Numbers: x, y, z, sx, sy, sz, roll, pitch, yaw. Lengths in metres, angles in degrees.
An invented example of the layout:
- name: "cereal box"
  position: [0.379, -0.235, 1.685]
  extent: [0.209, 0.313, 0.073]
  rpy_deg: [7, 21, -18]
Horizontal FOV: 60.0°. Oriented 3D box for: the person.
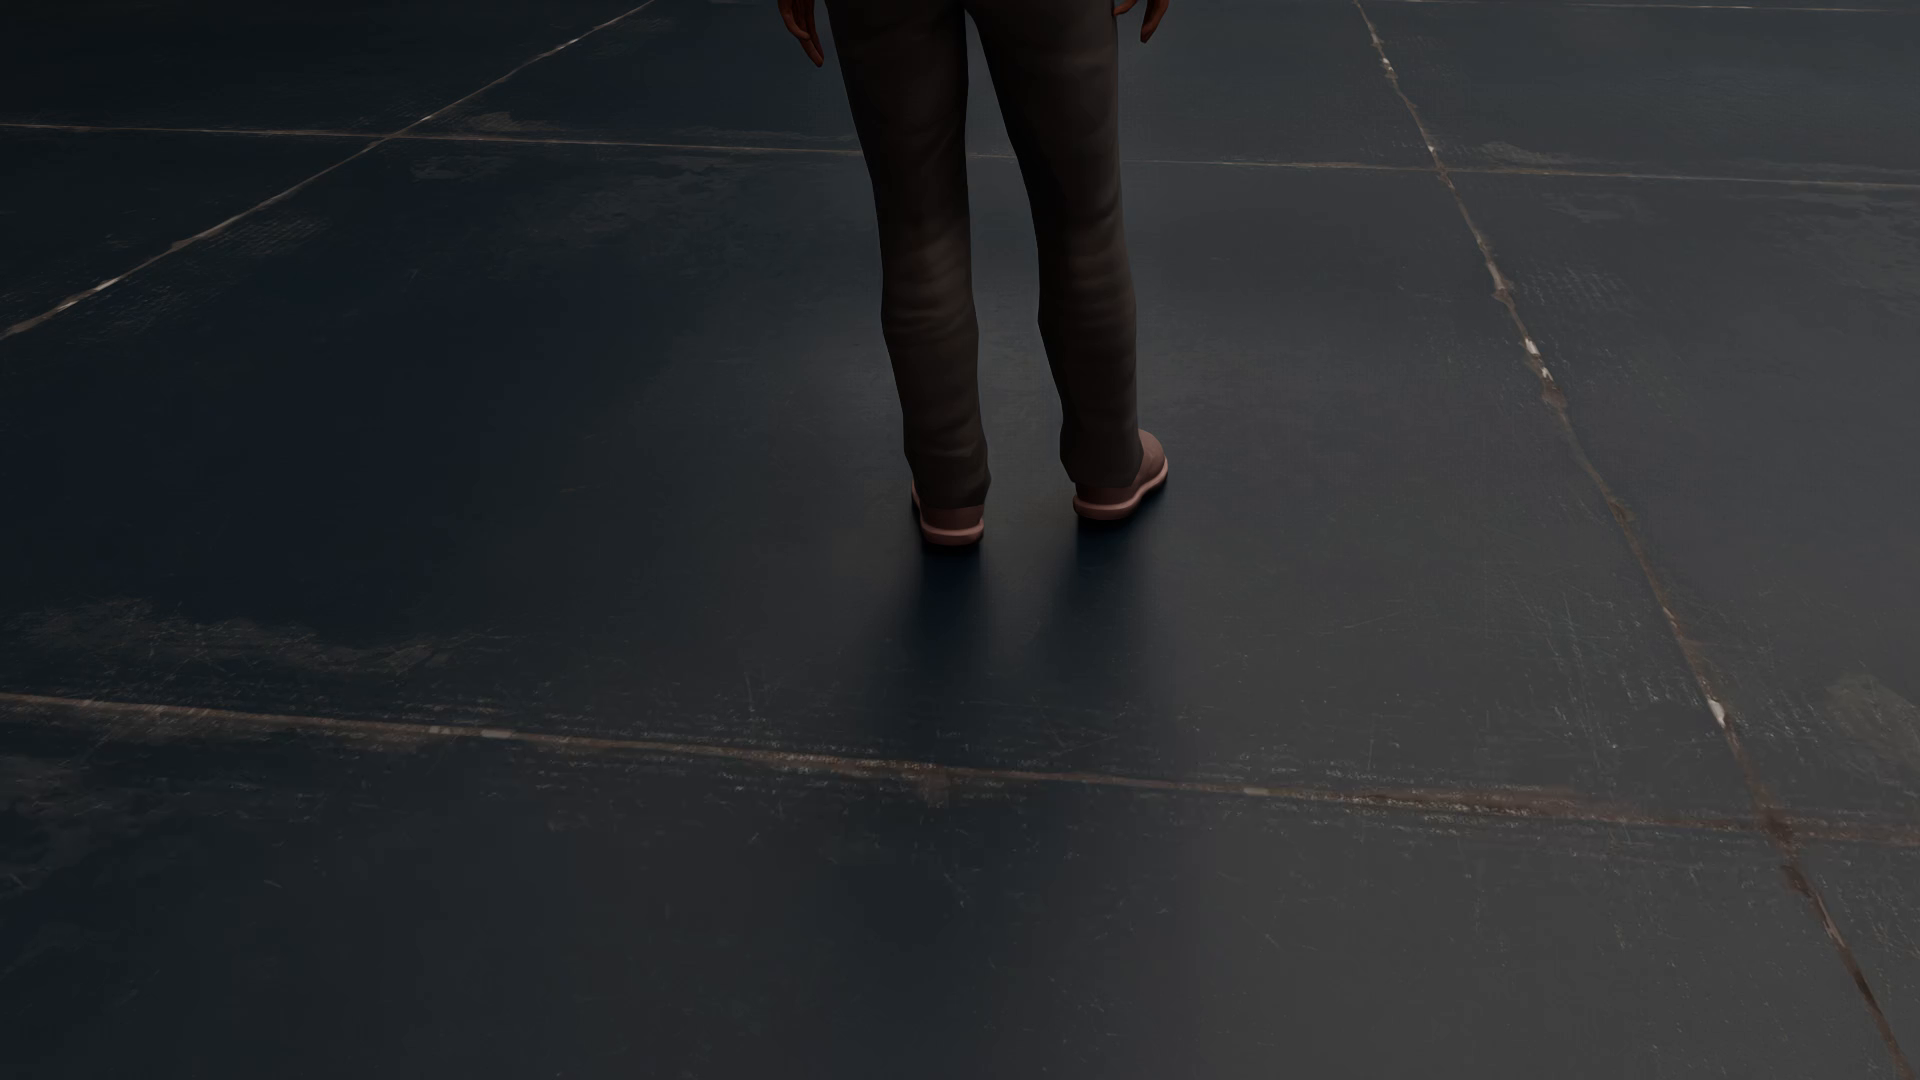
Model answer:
- name: "person"
  position: [0.031, -0.784, 2.203]
  extent: [0.570, 1.654, 0.504]
  rpy_deg: [3, 27, 7]
